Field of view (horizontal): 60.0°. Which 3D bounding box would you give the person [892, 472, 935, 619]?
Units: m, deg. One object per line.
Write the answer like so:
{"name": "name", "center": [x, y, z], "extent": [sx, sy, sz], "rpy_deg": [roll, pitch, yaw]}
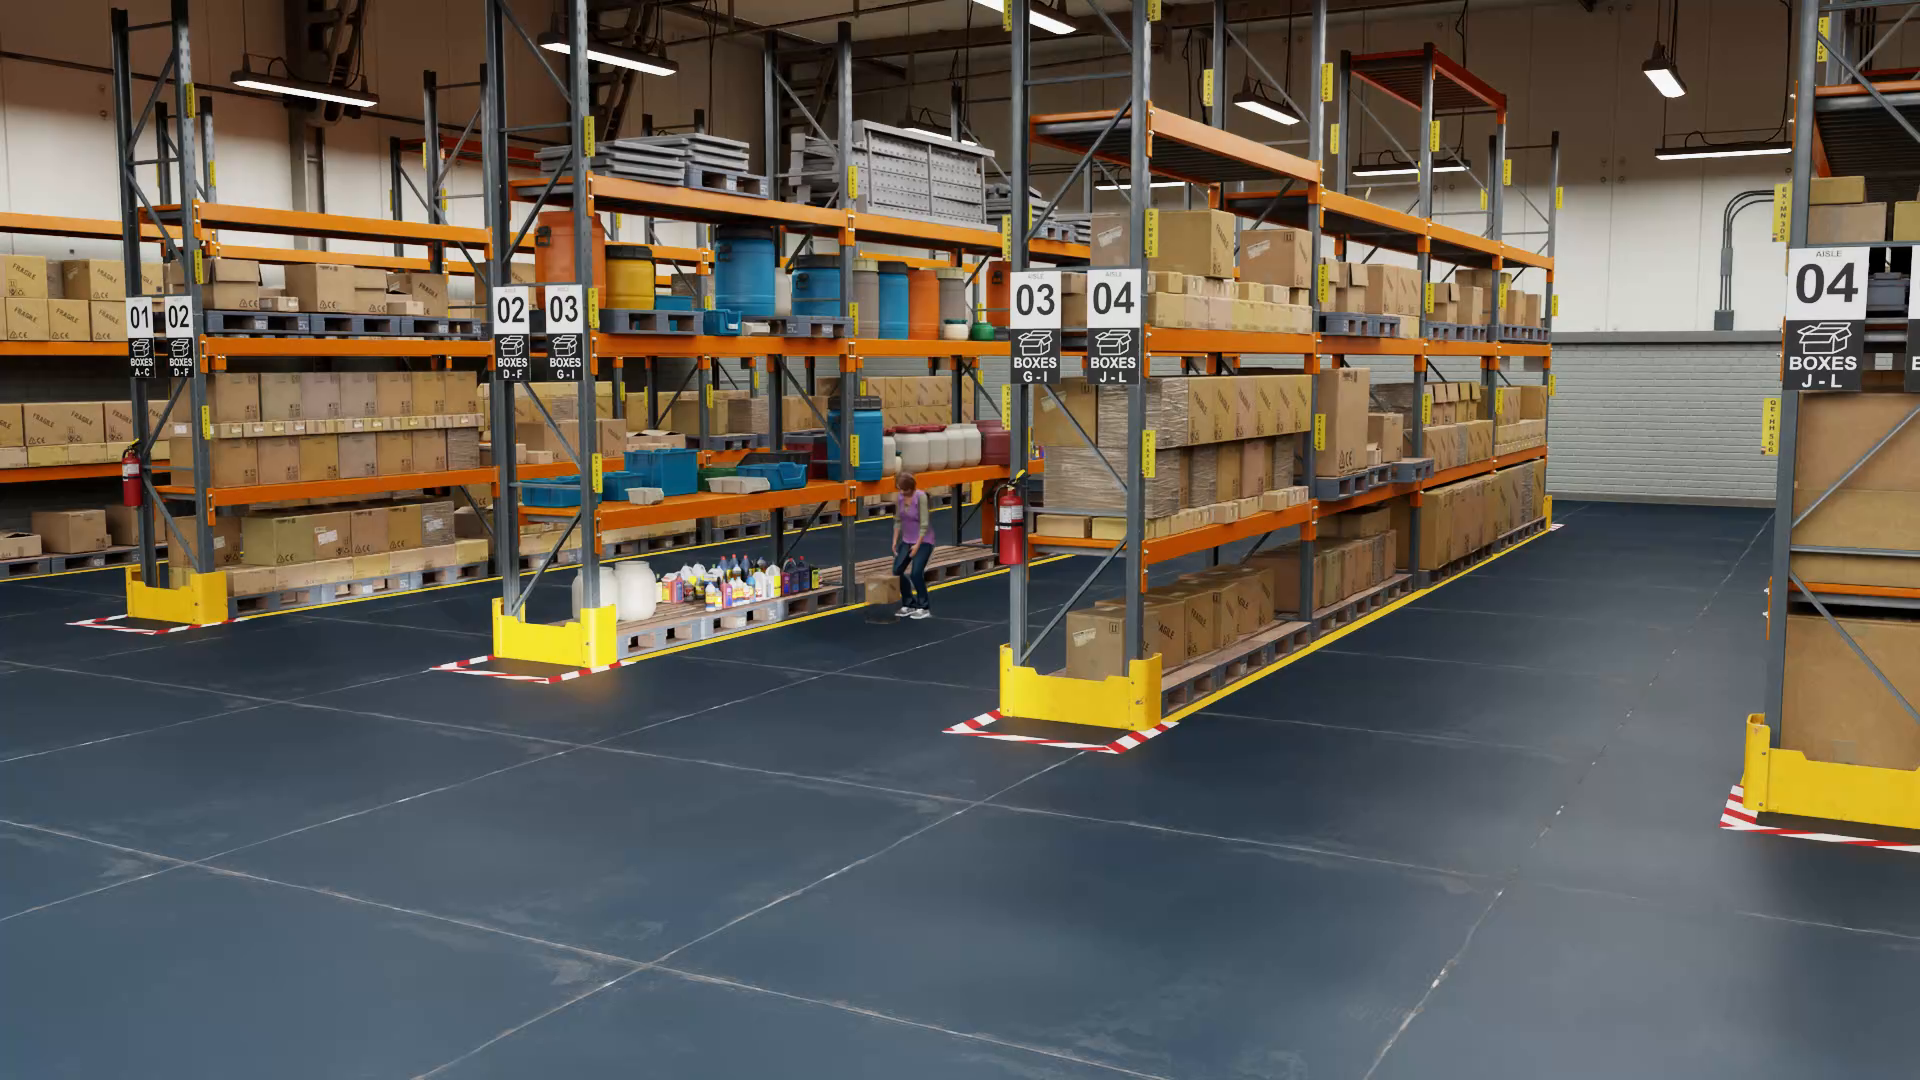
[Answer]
{"name": "person", "center": [-0.460, 0.047, 16.714], "extent": [0.447, 1.481, 0.497], "rpy_deg": [6, 8, 42]}
